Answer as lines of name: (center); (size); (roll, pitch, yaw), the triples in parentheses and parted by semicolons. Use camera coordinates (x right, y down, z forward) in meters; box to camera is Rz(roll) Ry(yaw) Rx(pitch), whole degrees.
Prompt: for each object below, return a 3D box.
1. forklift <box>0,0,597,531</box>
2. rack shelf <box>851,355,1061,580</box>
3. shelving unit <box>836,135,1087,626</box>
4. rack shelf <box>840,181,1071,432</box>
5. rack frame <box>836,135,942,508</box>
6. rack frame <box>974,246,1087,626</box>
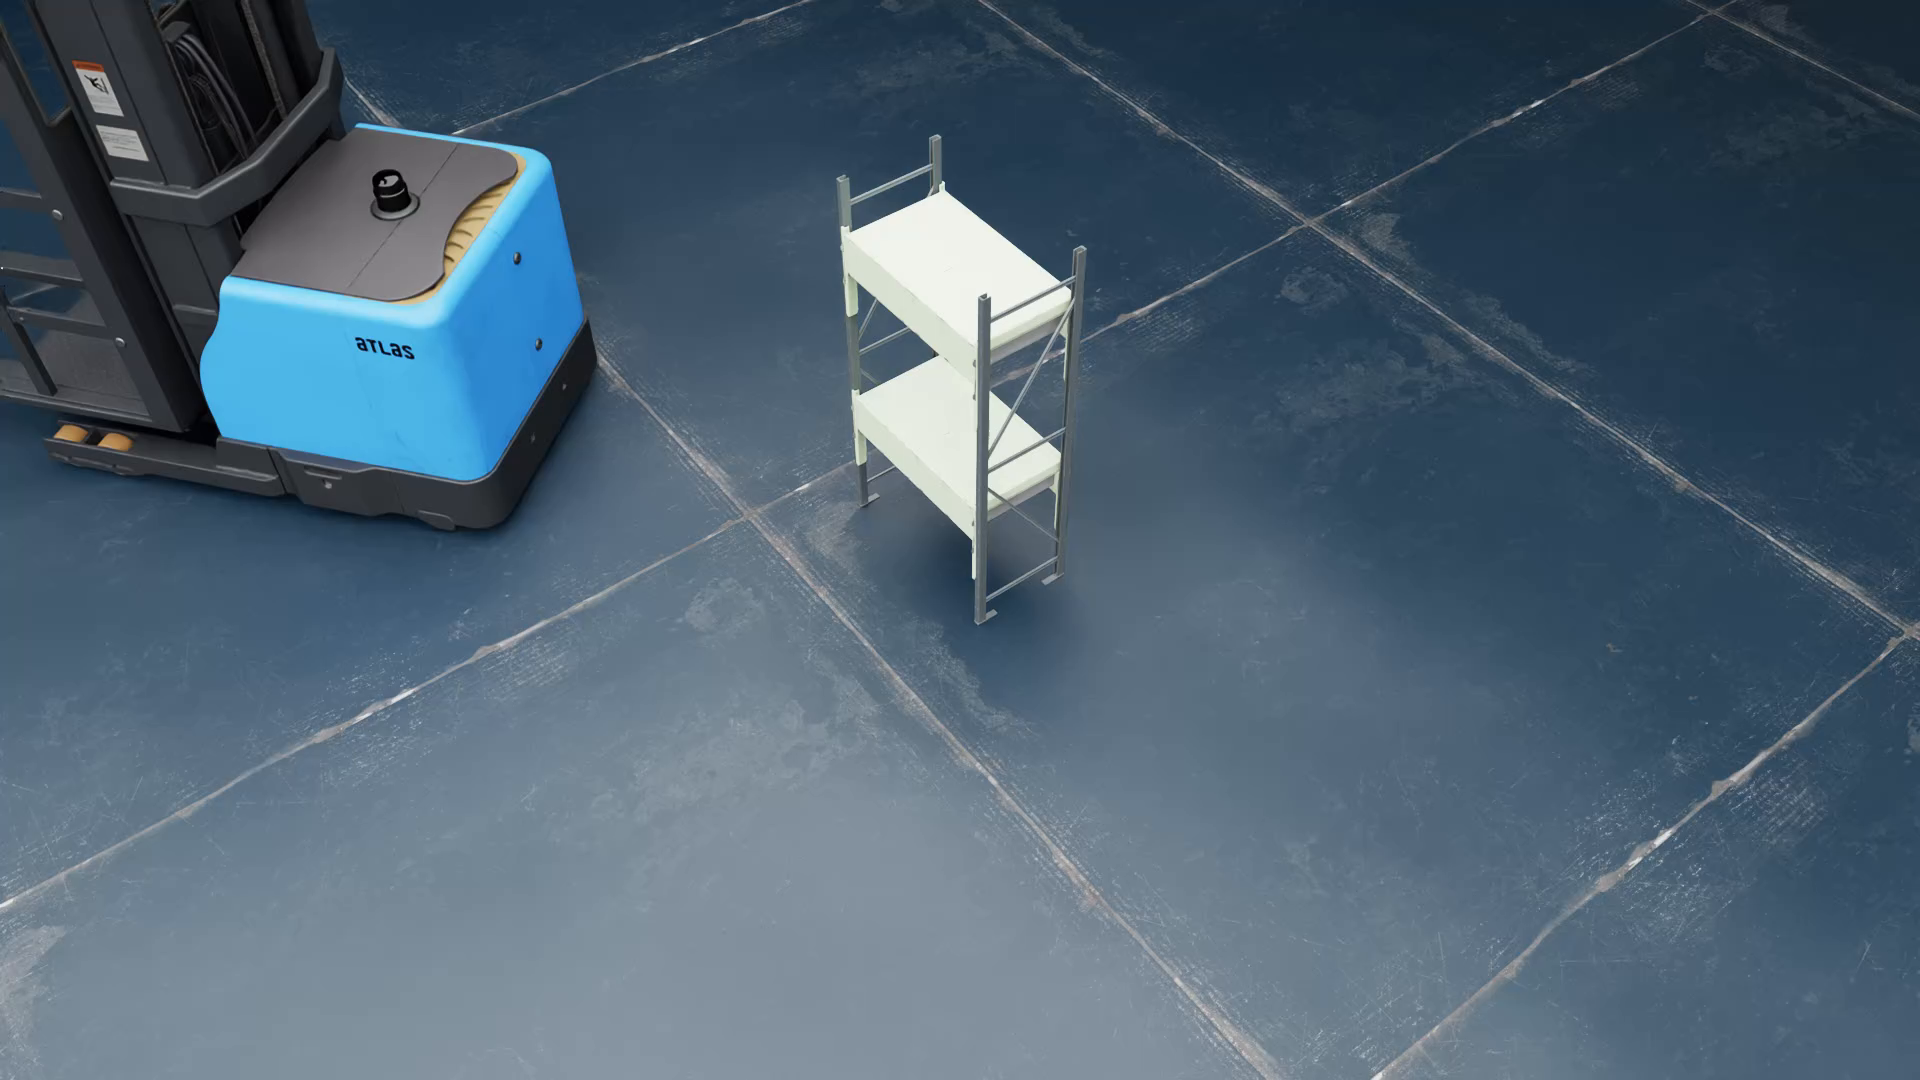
forklift: (-3.059, -1.607, 5.728); (3.031, 2.935, 1.130); (10, 49, 9)
rack shelf: (-0.004, -0.289, 5.939); (0.431, 0.370, 0.720); (-29, 54, -24)
shelving unit: (-0.004, -0.508, 5.698); (0.431, 1.500, 0.755); (-29, 54, -24)
rack shelf: (-0.004, -0.770, 5.409); (0.431, 0.370, 0.720); (-29, 54, -24)
rack frame: (-0.226, -0.723, 5.894); (0.400, 1.500, 0.023); (-29, 54, -24)
rack frame: (0.218, -0.292, 5.502); (0.400, 1.500, 0.023); (-29, 54, -24)
